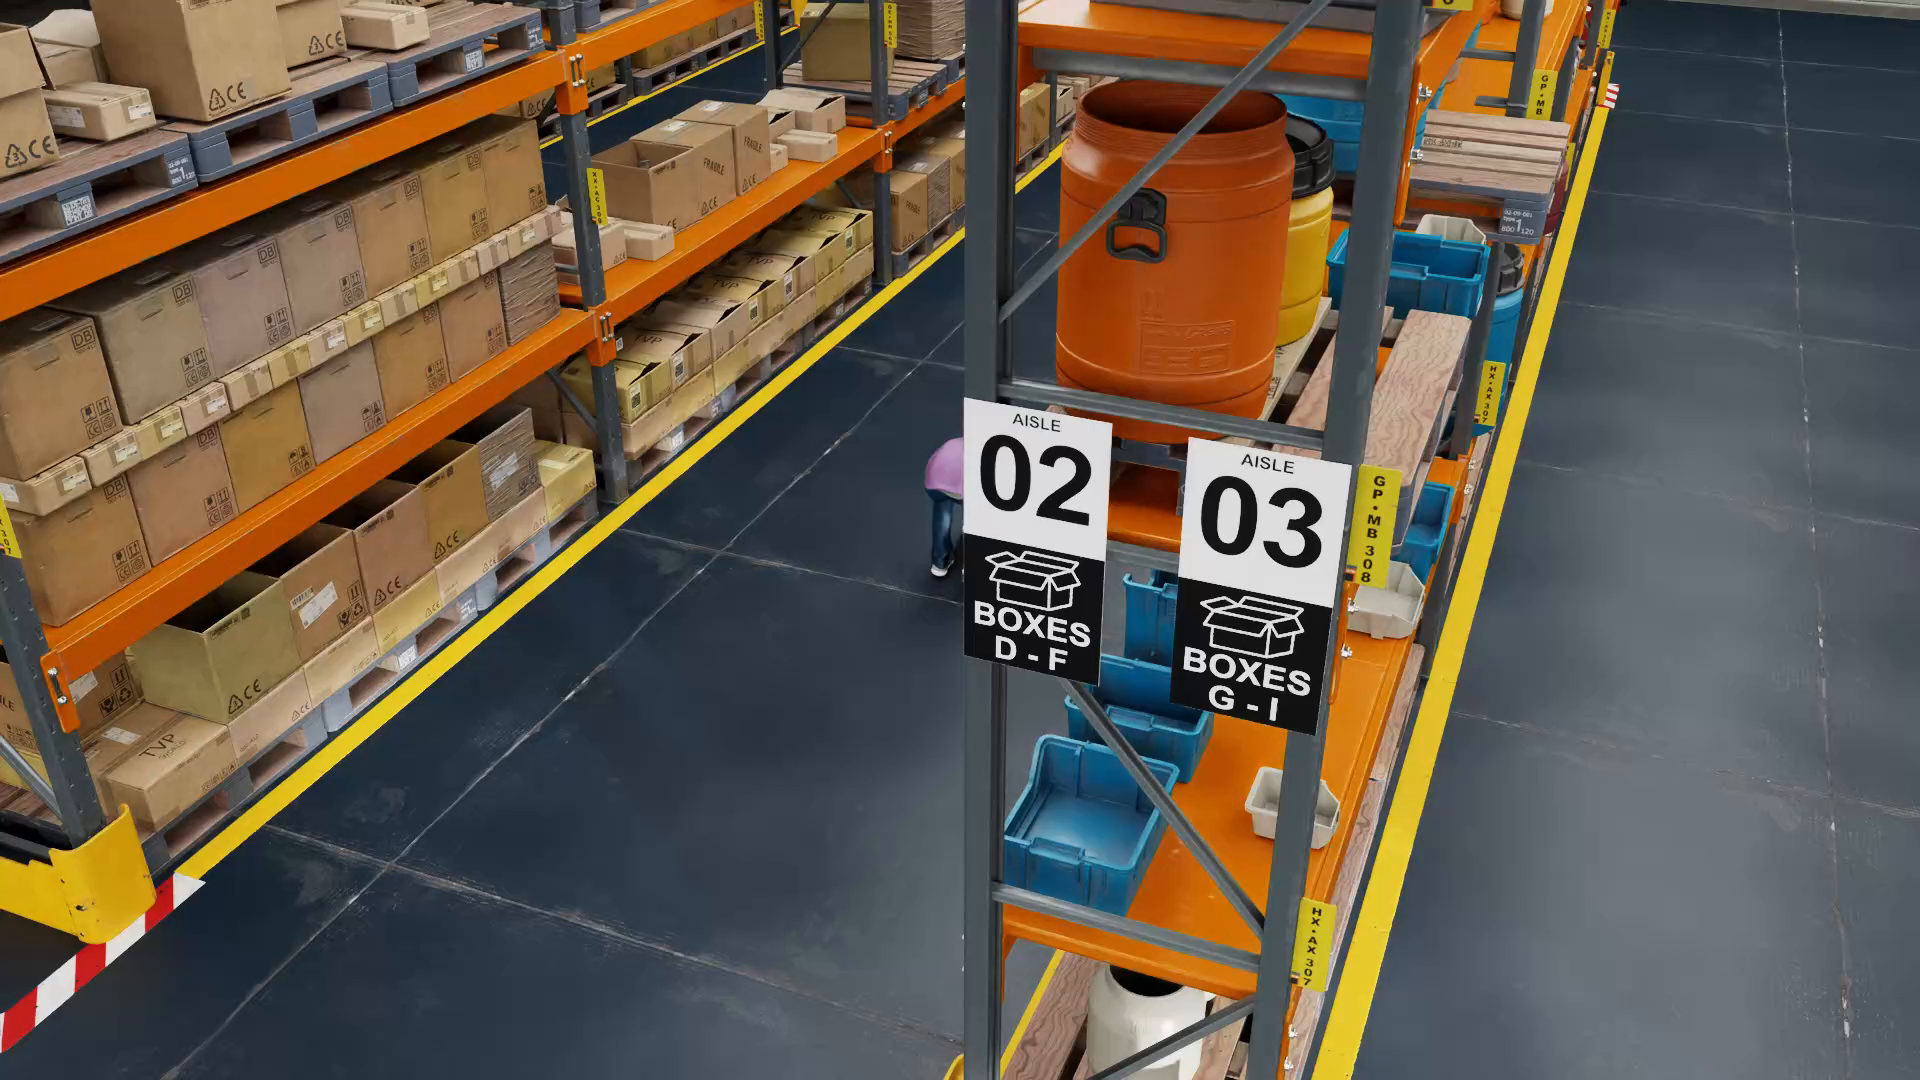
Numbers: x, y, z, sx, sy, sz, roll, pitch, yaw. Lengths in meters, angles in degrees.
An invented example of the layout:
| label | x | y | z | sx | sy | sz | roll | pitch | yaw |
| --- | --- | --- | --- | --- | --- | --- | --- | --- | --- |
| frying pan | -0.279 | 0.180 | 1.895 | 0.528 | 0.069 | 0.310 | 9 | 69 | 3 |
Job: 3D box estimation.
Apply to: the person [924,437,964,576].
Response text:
| label | x | y | z | sx | sy | sz | roll | pitch | yaw |
| --- | --- | --- | --- | --- | --- | --- | --- | --- | --- |
| person | 0.055 | -0.252 | 9.579 | 0.429 | 0.846 | 0.855 | 10 | 32 | 17 |
